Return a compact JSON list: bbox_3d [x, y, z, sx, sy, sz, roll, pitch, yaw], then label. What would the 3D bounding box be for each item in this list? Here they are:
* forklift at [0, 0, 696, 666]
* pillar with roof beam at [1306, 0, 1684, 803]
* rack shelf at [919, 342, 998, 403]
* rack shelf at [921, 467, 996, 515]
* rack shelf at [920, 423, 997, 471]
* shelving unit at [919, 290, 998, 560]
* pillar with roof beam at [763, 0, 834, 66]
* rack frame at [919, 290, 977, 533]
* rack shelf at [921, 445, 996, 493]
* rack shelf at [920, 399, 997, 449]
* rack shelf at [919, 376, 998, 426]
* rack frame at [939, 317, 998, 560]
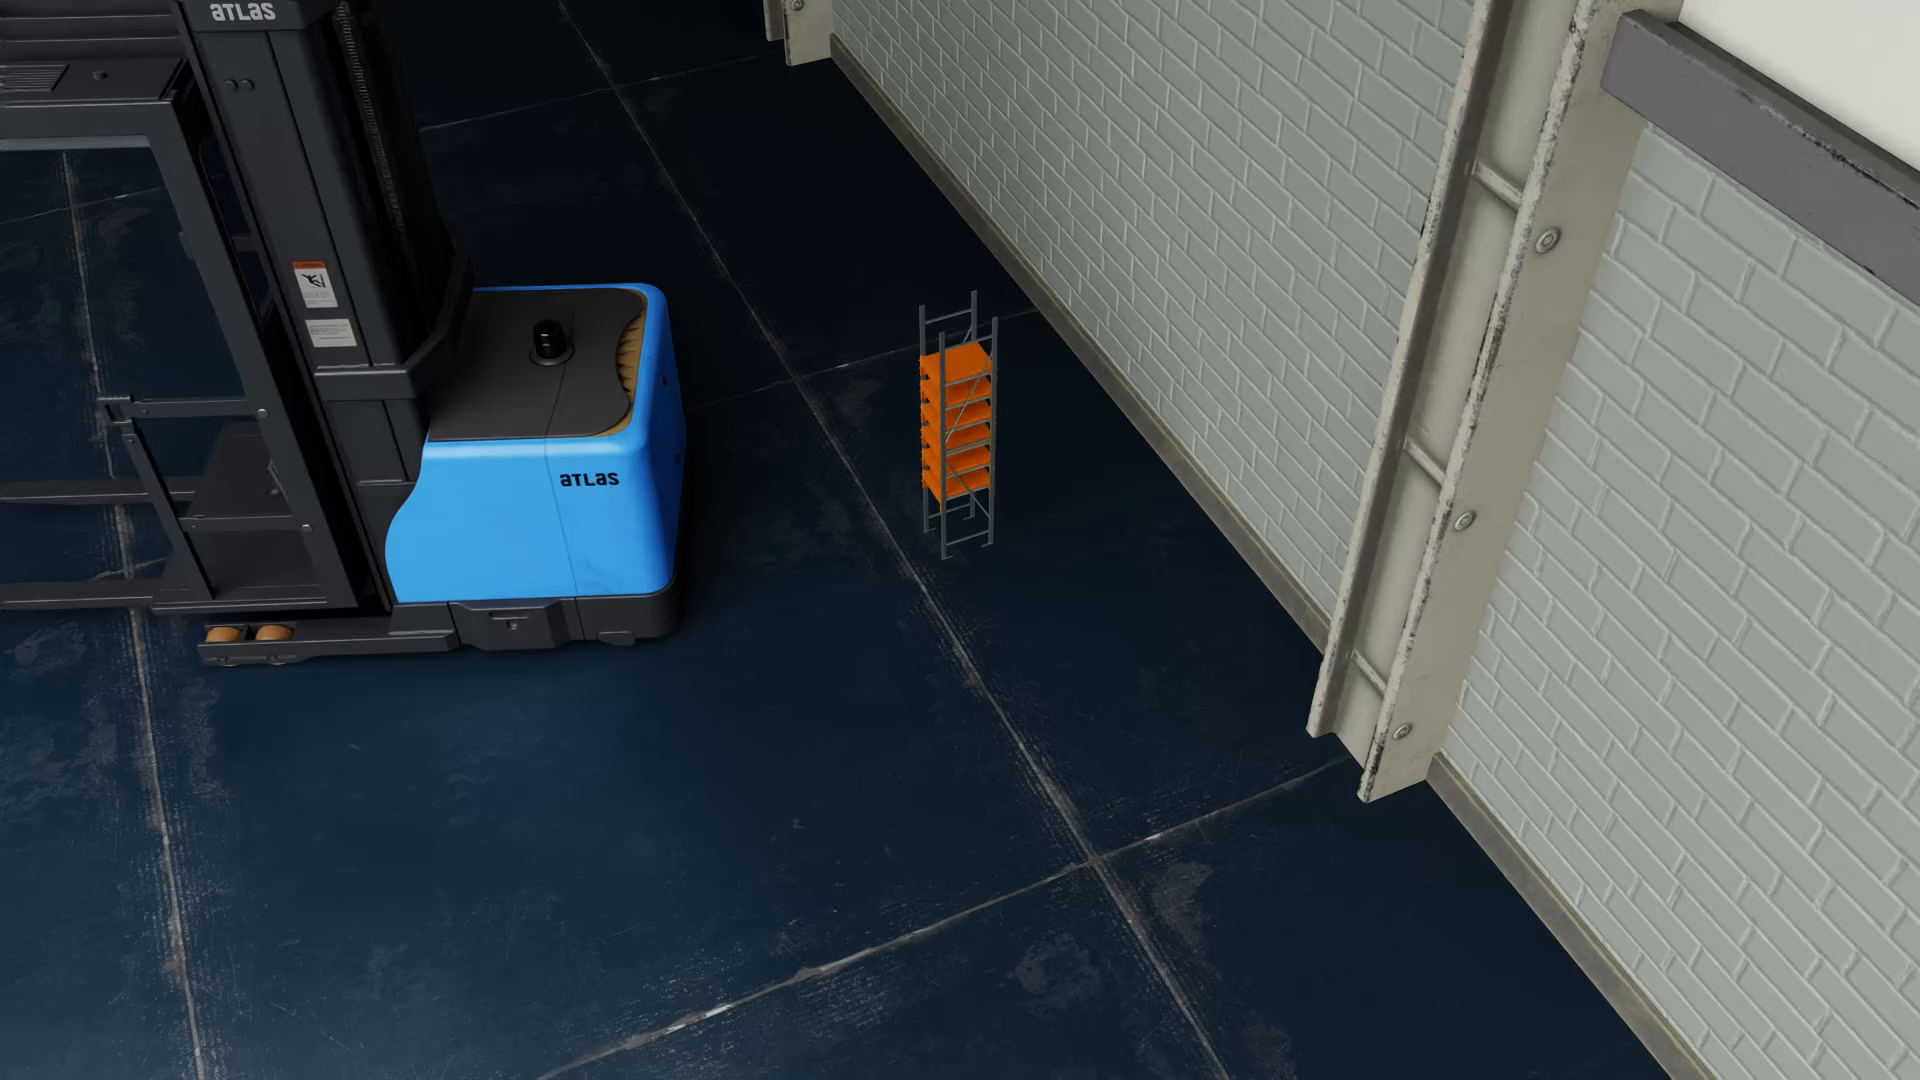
[{"bbox_3d":[-2.650,-0.923,5.968,3.031,2.935,1.130,-2,45,-2],"label":"forklift"},{"bbox_3d":[-2.357,-1.130,1.858,9.100,9.000,0.400,-18,47,-17],"label":"pillar with roof beam"},{"bbox_3d":[-0.006,-0.661,6.485,0.258,0.103,0.180,-18,47,-17],"label":"rack shelf"},{"bbox_3d":[-0.006,-0.234,6.907,0.258,0.103,0.180,-18,47,-17],"label":"rack shelf"},{"bbox_3d":[-0.006,-0.405,6.738,0.258,0.103,0.180,-18,47,-17],"label":"rack shelf"},{"bbox_3d":[-0.006,-0.436,6.707,0.258,1.200,0.189,-18,47,-17],"label":"shelving unit"},{"bbox_3d":[-4.880,-4.954,5.733,9.100,9.000,0.400,-18,47,-17],"label":"pillar with roof beam"},{"bbox_3d":[-0.045,-0.495,6.766,0.240,1.200,0.006,-18,47,-17],"label":"rack frame"},{"bbox_3d":[-0.006,-0.319,6.822,0.258,0.103,0.180,-18,47,-17],"label":"rack shelf"},{"bbox_3d":[-0.006,-0.490,6.654,0.258,0.103,0.180,-18,47,-17],"label":"rack shelf"},{"bbox_3d":[-0.006,-0.576,6.569,0.258,0.103,0.180,-18,47,-17],"label":"rack shelf"},{"bbox_3d":[0.032,-0.378,6.648,0.240,1.200,0.006,-18,47,-17],"label":"rack frame"}]
